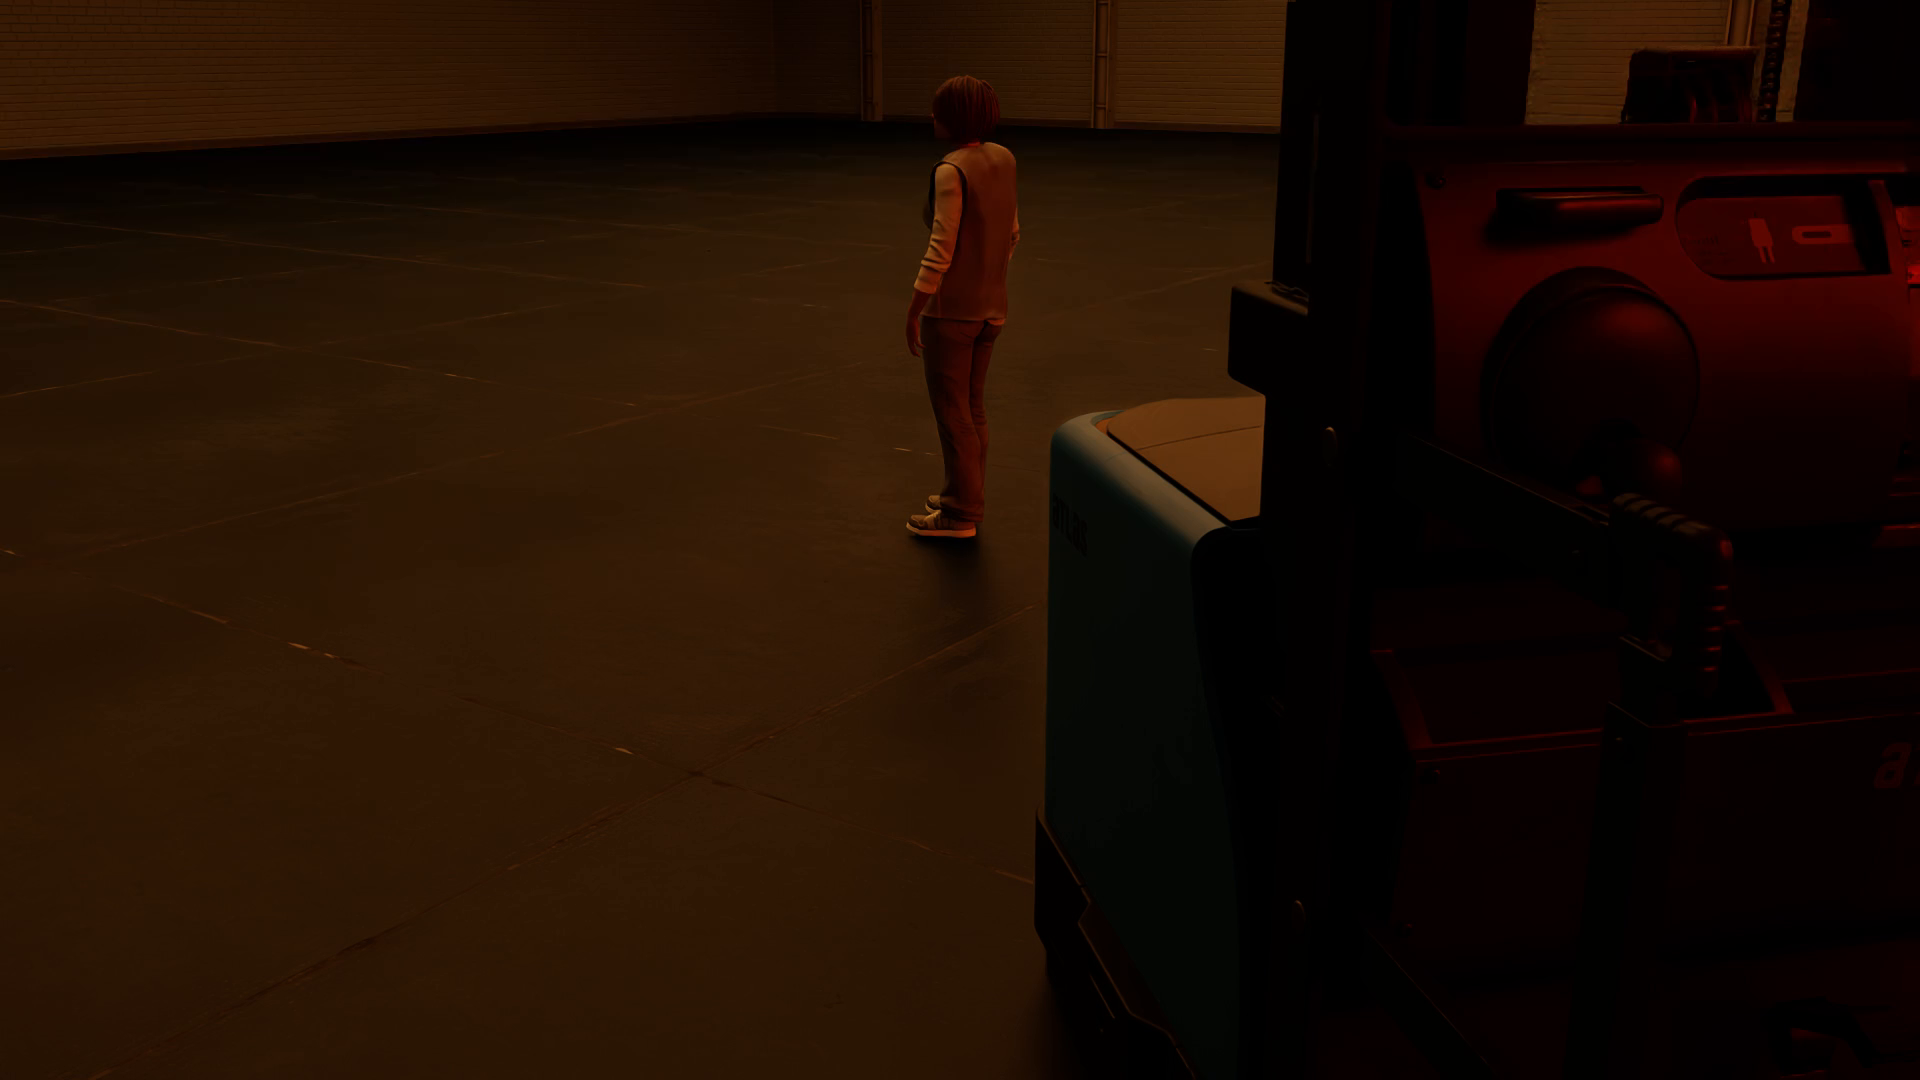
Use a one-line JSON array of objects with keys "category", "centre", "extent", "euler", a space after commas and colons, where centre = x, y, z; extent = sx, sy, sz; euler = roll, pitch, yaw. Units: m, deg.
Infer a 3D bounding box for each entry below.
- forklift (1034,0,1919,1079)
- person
[{"category": "forklift", "centre": [0.964, -0.224, 1.580], "extent": [1.130, 2.935, 3.031], "euler": [-4, 17, -12]}, {"category": "person", "centre": [-0.053, -0.787, 5.769], "extent": [0.475, 1.596, 0.521], "euler": [11, 20, 33]}]
